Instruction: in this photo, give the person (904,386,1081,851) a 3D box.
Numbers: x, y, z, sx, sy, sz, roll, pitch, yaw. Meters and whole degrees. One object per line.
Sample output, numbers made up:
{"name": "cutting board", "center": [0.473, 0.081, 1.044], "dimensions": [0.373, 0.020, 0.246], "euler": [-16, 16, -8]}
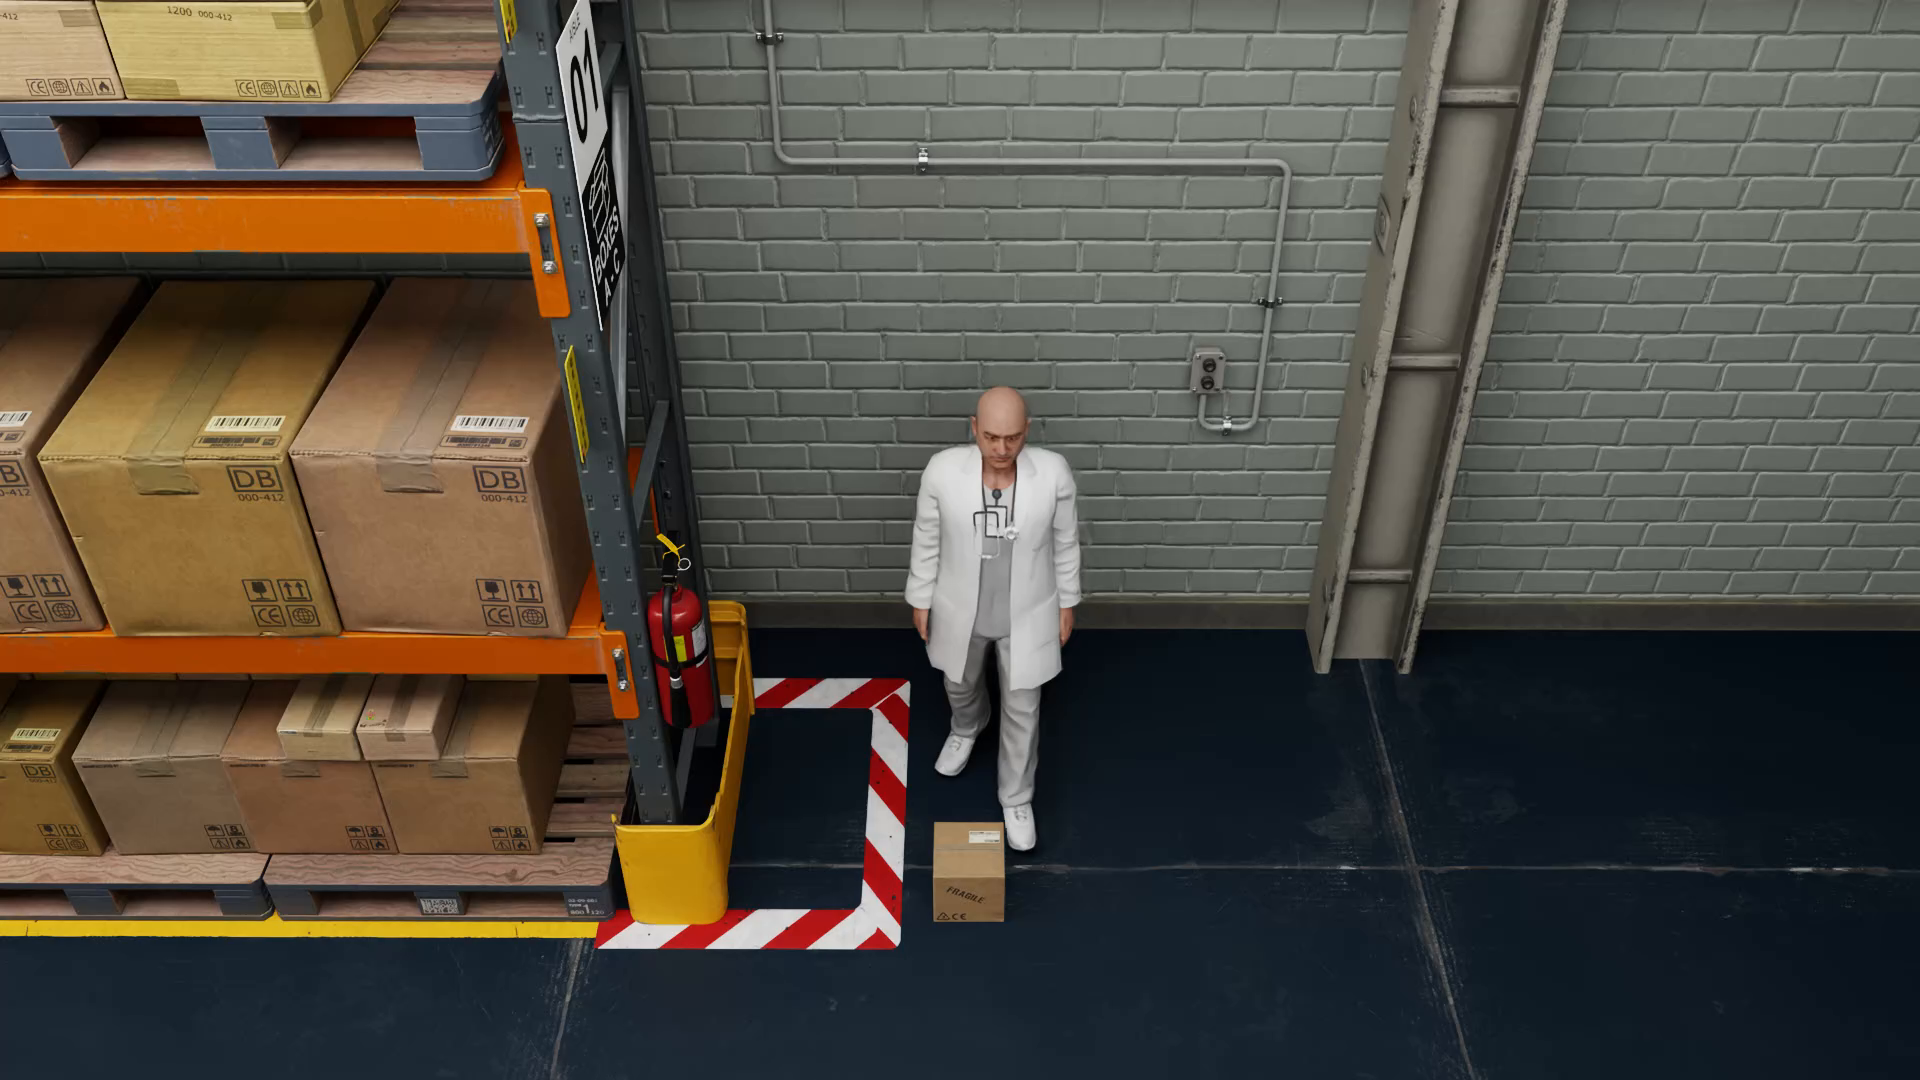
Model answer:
{"name": "person", "center": [0.111, 0.255, 5.841], "dimensions": [0.624, 1.783, 0.721], "euler": [3, 39, 4]}
